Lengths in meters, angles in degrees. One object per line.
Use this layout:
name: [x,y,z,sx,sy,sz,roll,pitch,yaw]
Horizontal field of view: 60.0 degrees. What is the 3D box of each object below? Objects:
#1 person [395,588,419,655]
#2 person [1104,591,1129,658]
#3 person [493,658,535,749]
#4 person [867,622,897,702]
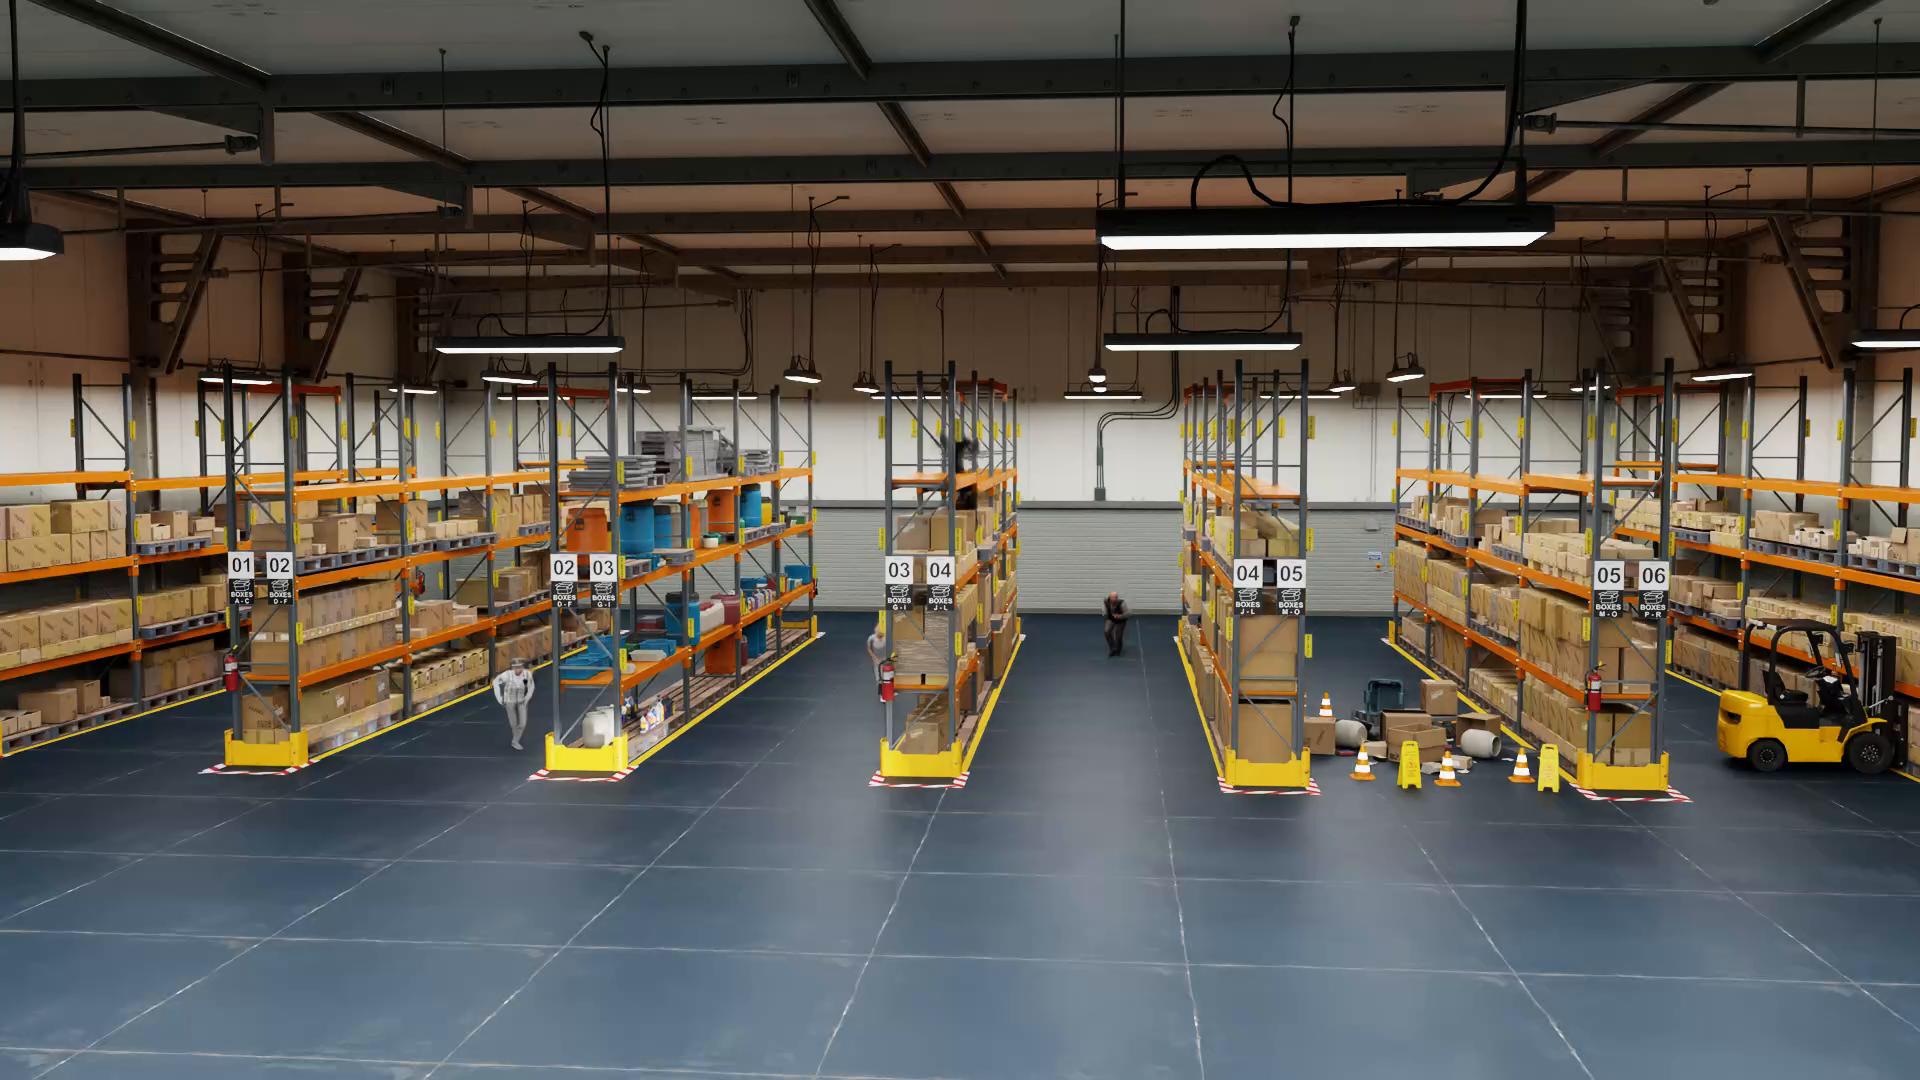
person: [-11.683,1.850,35.185,0.554,1.738,0.813,1,4,10]
person: [3.493,1.843,36.890,0.664,1.498,1.148,1,4,22]
person: [-6.999,2.559,26.087,0.639,1.483,0.826,-1,4,-21]
person: [-1.429,2.229,30.657,0.576,1.518,0.836,-1,4,-8]
